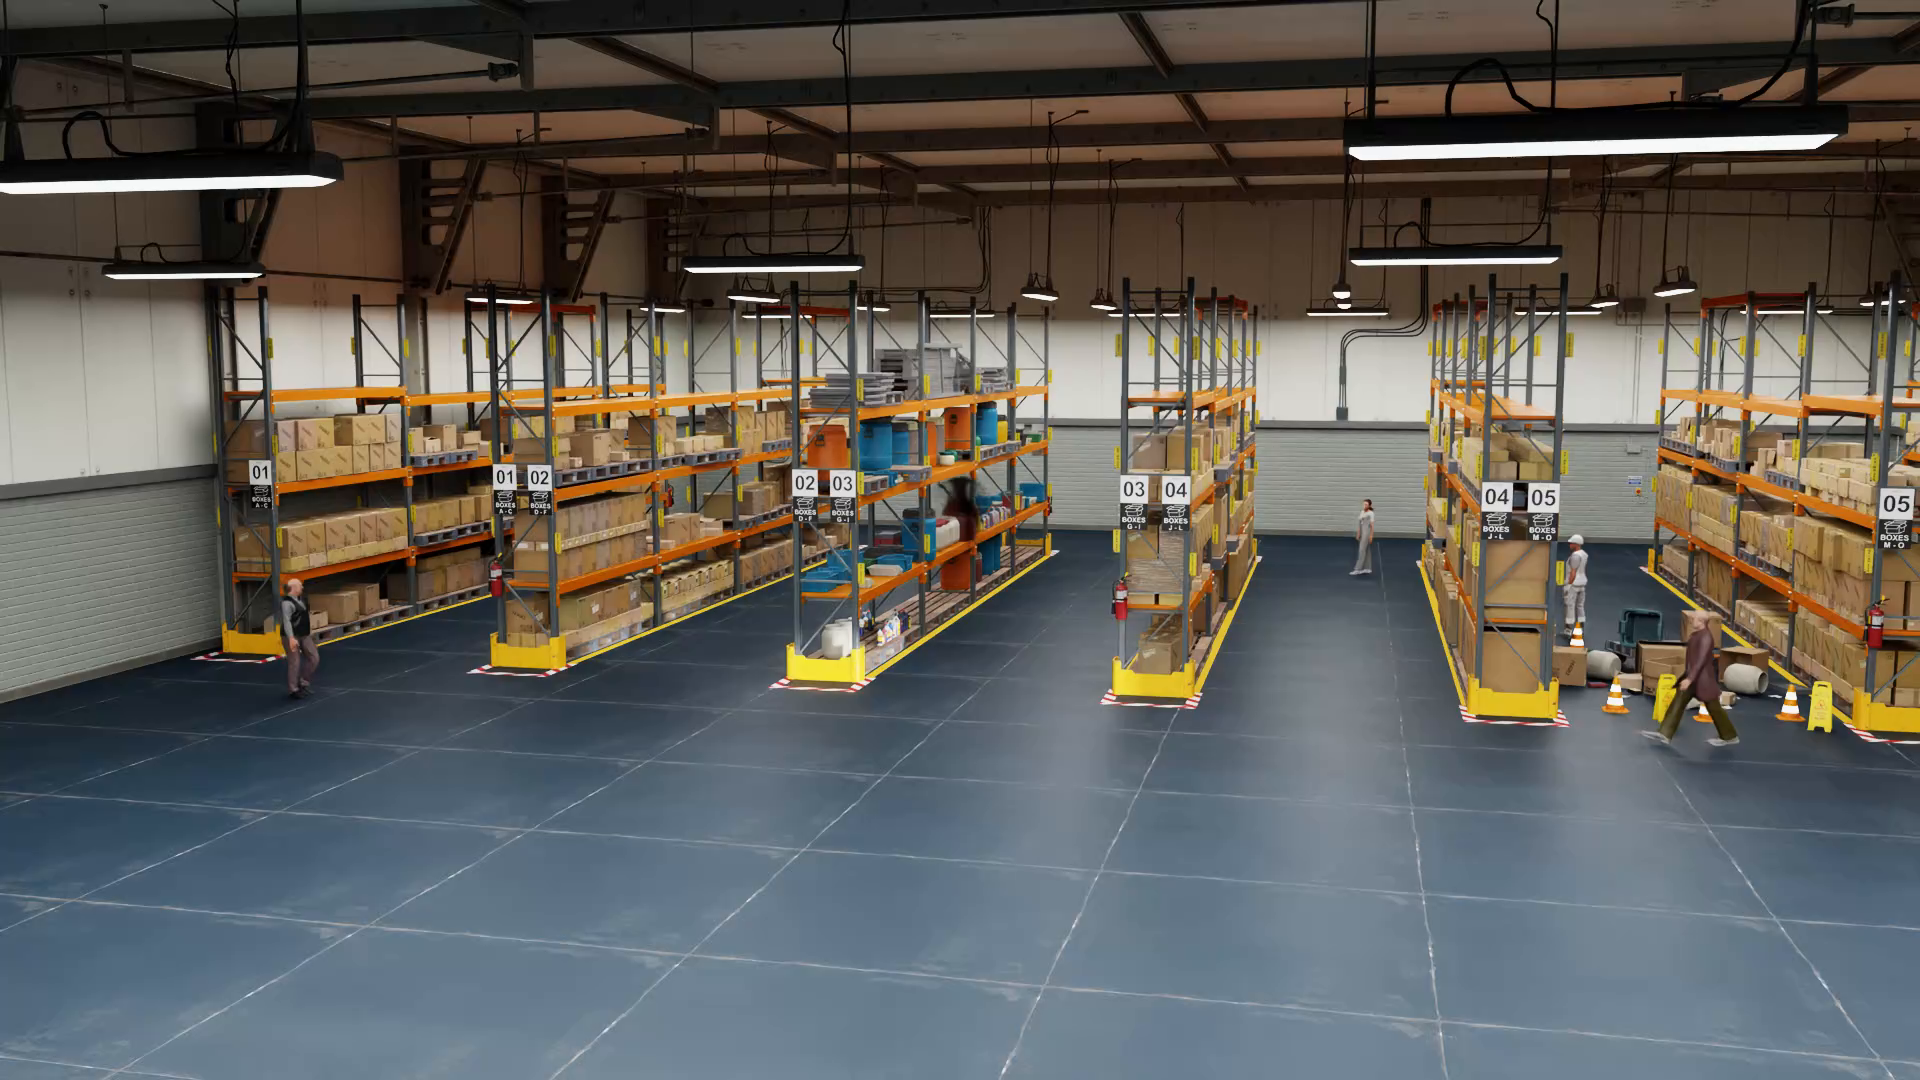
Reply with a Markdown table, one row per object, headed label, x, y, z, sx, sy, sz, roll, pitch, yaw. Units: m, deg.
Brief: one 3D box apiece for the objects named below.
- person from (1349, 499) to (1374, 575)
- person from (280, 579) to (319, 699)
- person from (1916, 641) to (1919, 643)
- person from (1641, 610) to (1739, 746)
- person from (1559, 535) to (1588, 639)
| label | x | y | z | sx | sy | sz | roll | pitch | yaw |
| --- | --- | --- | --- | --- | --- | --- | --- | --- | --- |
| person | 8.951 | -0.079 | 37.124 | 0.537 | 1.693 | 0.432 | 0 | 7 | -1 |
| person | -9.549 | 1.419 | 23.926 | 0.446 | 1.739 | 0.596 | 2 | 7 | 18 |
| person | 14.756 | 1.279 | 25.358 | 0.612 | 1.706 | 0.526 | -4 | 8 | -33 |
| person | 9.227 | 1.736 | 20.869 | 1.101 | 1.730 | 0.561 | 0 | 7 | -4 |
| person | 10.672 | 0.806 | 28.896 | 0.603 | 1.797 | 0.399 | -4 | 8 | -33 |
